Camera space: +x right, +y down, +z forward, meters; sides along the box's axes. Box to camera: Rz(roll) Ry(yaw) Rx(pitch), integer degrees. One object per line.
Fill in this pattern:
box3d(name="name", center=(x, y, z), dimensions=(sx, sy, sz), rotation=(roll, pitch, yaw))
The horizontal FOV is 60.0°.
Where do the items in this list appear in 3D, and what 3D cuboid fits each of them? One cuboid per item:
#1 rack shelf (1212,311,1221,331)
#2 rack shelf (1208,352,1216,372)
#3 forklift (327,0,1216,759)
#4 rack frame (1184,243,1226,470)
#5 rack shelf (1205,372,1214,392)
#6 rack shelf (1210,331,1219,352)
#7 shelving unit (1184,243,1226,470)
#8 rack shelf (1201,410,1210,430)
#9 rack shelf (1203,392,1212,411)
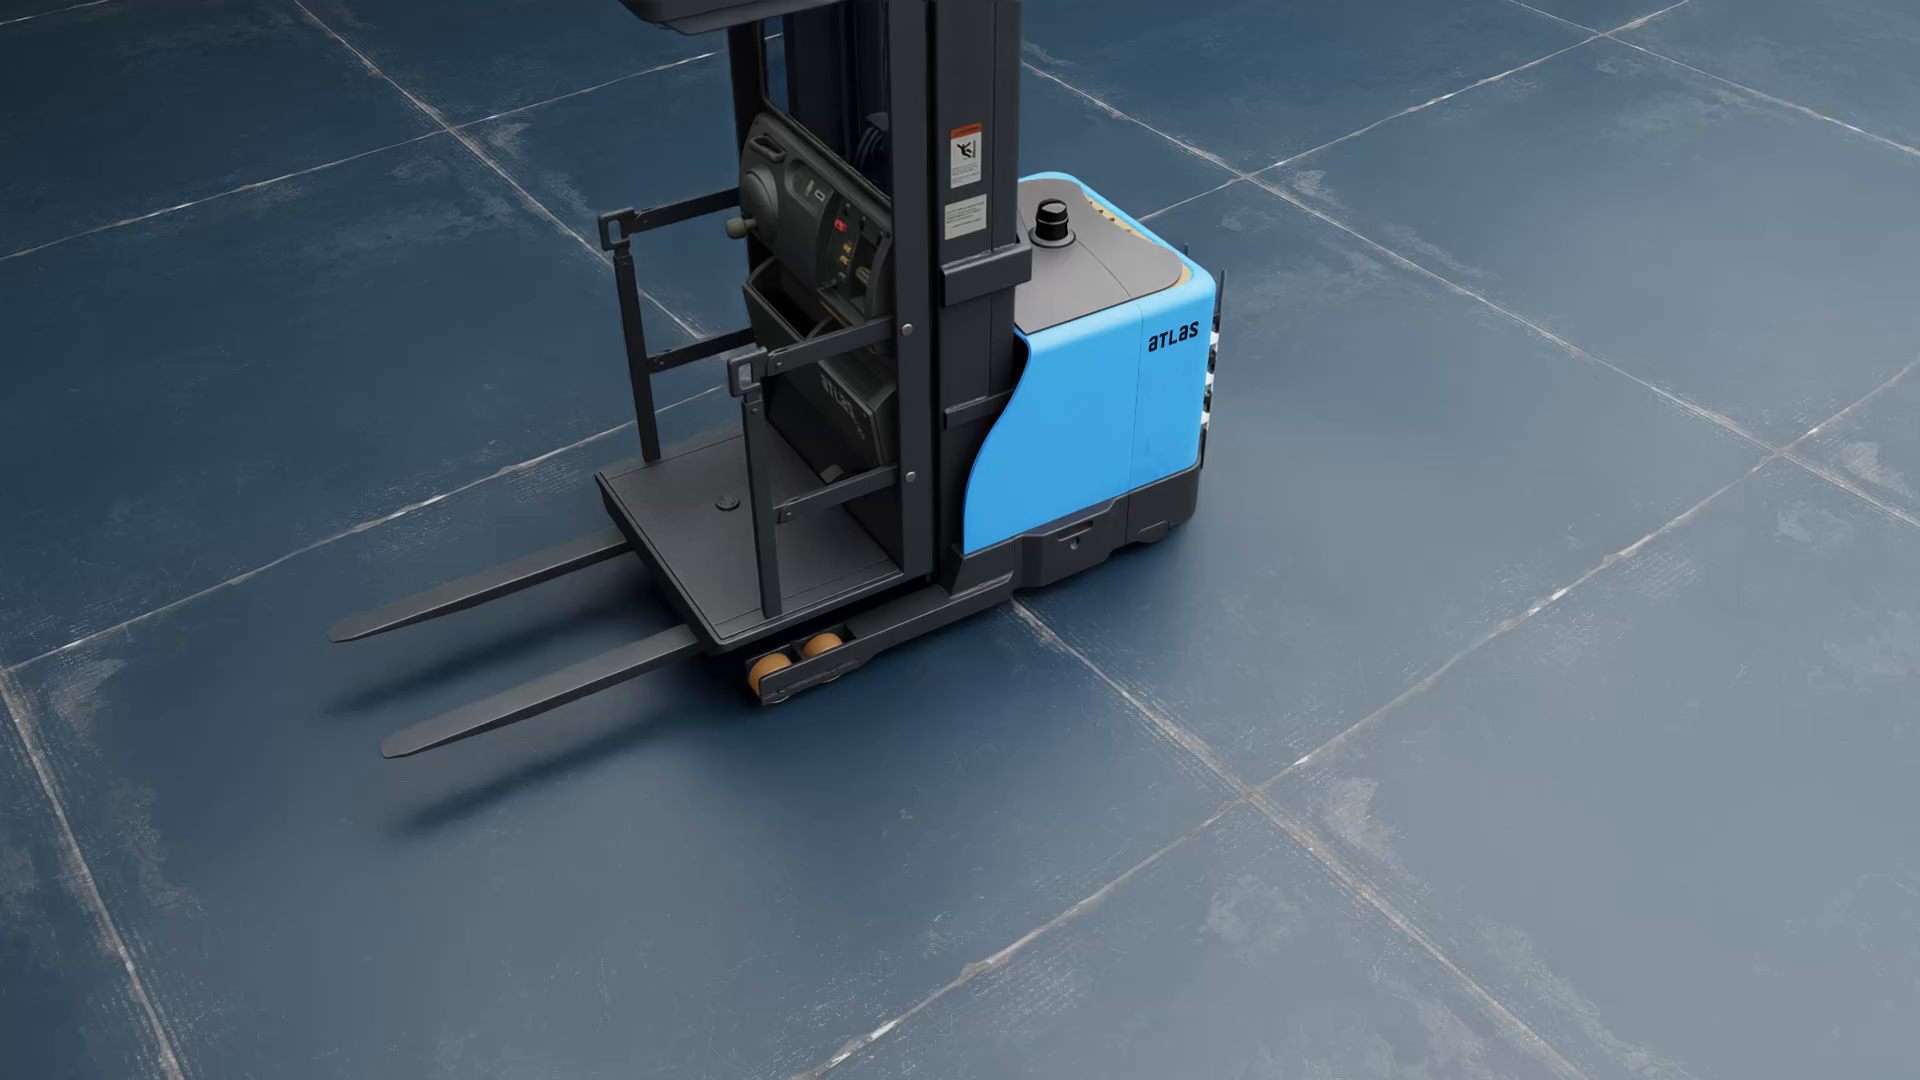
box3d(name="rack shelf", center=(0.812, -0.840, 6.191), dimensions=(0.200, 0.077, 0.258), rotation=(-21, 44, -24))
box3d(name="rack shelf", center=(0.812, -0.701, 6.305), dimensions=(0.200, 0.077, 0.258), rotation=(-21, 44, -24))
box3d(name="forklift", center=(-0.638, -0.970, 5.122), dimensions=(3.031, 2.935, 1.130), rotation=(-21, 44, -24))
box3d(name="rack frame", center=(0.899, -0.690, 6.382), dimensions=(0.006, 0.900, 0.240), rotation=(-21, 44, -24))
box3d(name="rack shelf", center=(0.812, -0.631, 6.362), dimensions=(0.200, 0.077, 0.258), rotation=(-21, 44, -24))
box3d(name="rack shelf", center=(0.812, -0.770, 6.248), dimensions=(0.200, 0.077, 0.258), rotation=(-21, 44, -24))
box3d(name="shelving unit", center=(0.812, -0.657, 6.341), dimensions=(0.210, 0.900, 0.258), rotation=(-21, 44, -24))
box3d(name="rack shelf", center=(0.812, -0.492, 6.477), dimensions=(0.200, 0.077, 0.258), rotation=(-21, 44, -24))
box3d(name="rack shelf", center=(0.812, -0.562, 6.420), dimensions=(0.200, 0.077, 0.258), rotation=(-21, 44, -24))
